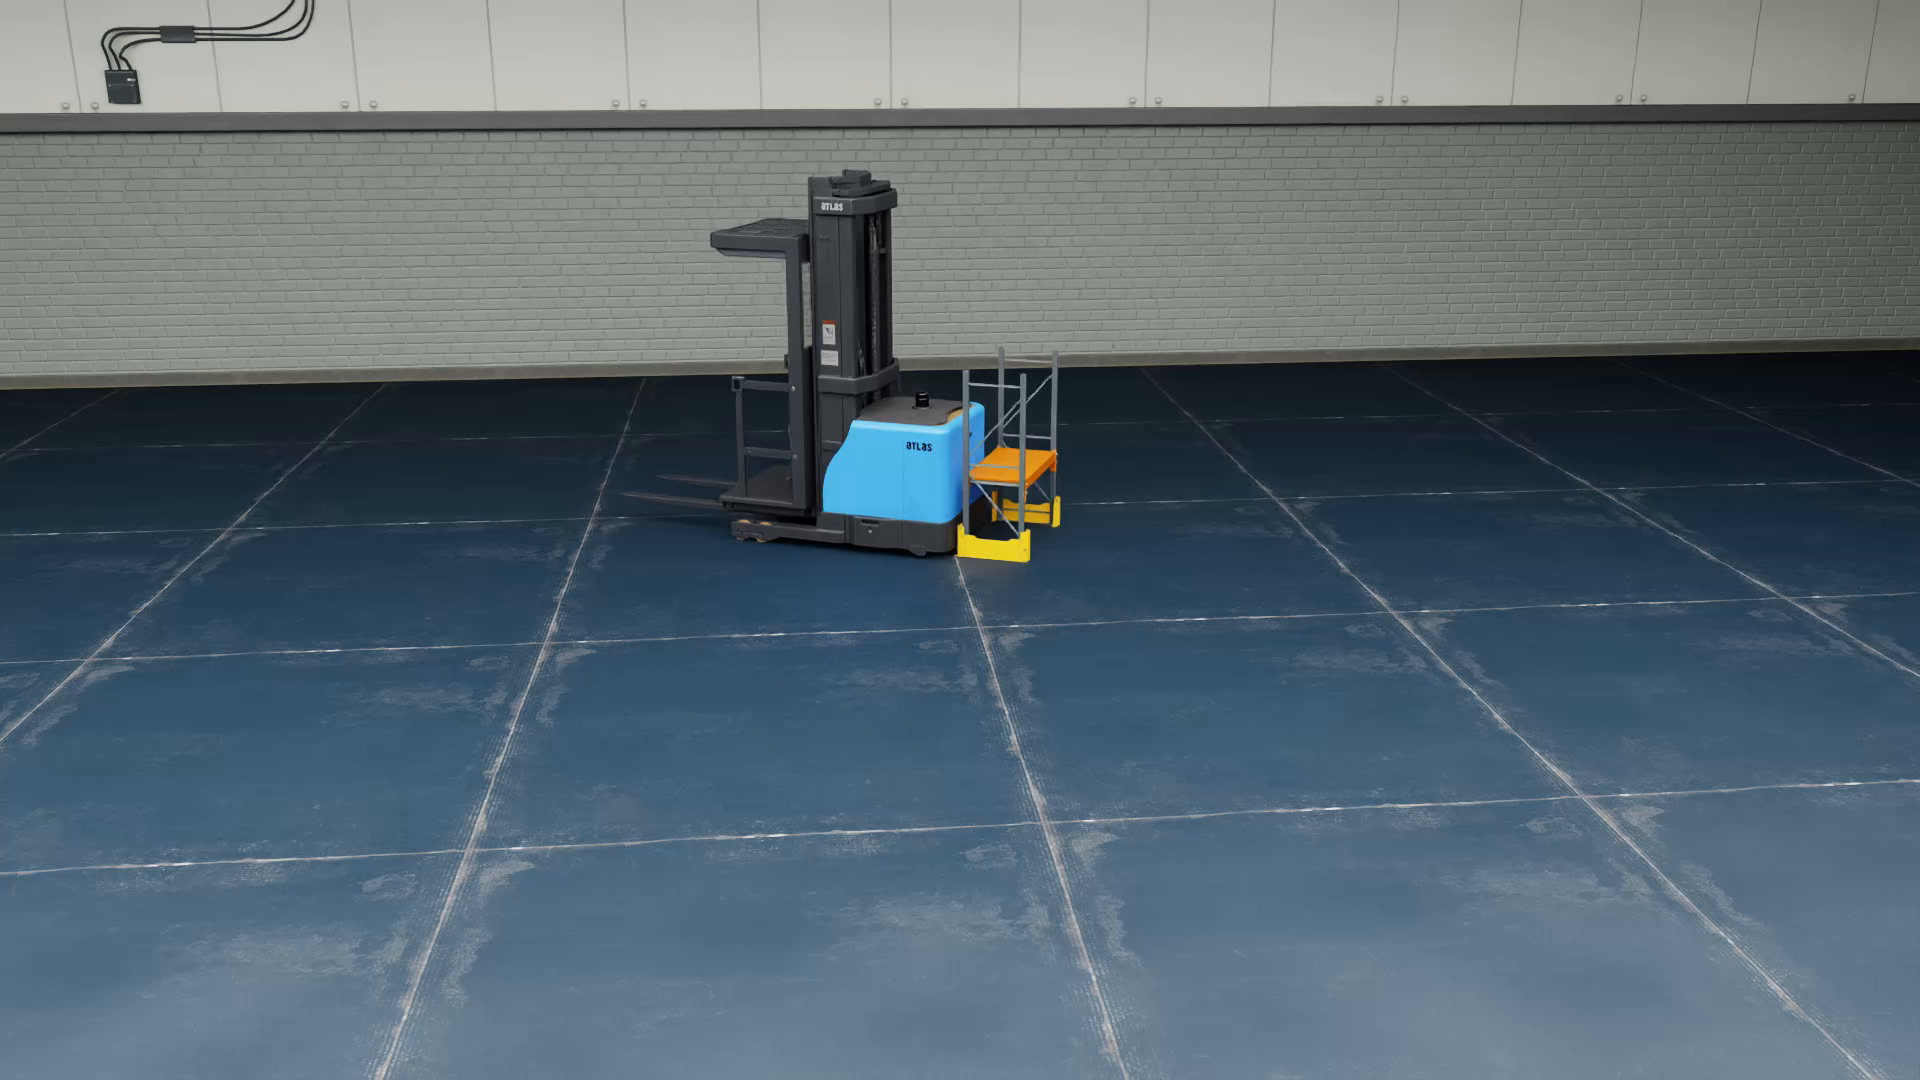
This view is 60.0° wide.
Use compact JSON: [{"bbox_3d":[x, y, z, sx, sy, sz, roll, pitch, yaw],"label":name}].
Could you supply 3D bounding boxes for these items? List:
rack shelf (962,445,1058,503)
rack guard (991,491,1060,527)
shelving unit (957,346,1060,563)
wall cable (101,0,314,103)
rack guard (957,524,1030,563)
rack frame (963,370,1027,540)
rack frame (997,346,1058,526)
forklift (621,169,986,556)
[{"bbox_3d":[0.414,-0.546,13.513,0.538,0.185,1.000,5,18,16],"label":"rack shelf"},{"bbox_3d":[0.557,-0.261,14.092,0.587,0.250,0.087,5,18,16],"label":"rack guard"},{"bbox_3d":[0.412,-0.715,13.450,0.587,1.500,1.083,5,18,16],"label":"shelving unit"},{"bbox_3d":[-8.248,-7.729,17.596,2.305,6.003,0.169,-2,18,-6],"label":"wall cable"},{"bbox_3d":[0.267,0.024,13.183,0.587,0.250,0.087,5,18,16],"label":"rack guard"},{"bbox_3d":[0.266,-0.572,12.995,0.500,1.500,0.032,5,18,16],"label":"rack frame"},{"bbox_3d":[0.562,-0.863,13.923,0.500,1.500,0.032,5,18,16],"label":"rack frame"},{"bbox_3d":[-1.356,-1.519,13.622,3.031,2.935,1.130,6,18,18],"label":"forklift"}]
